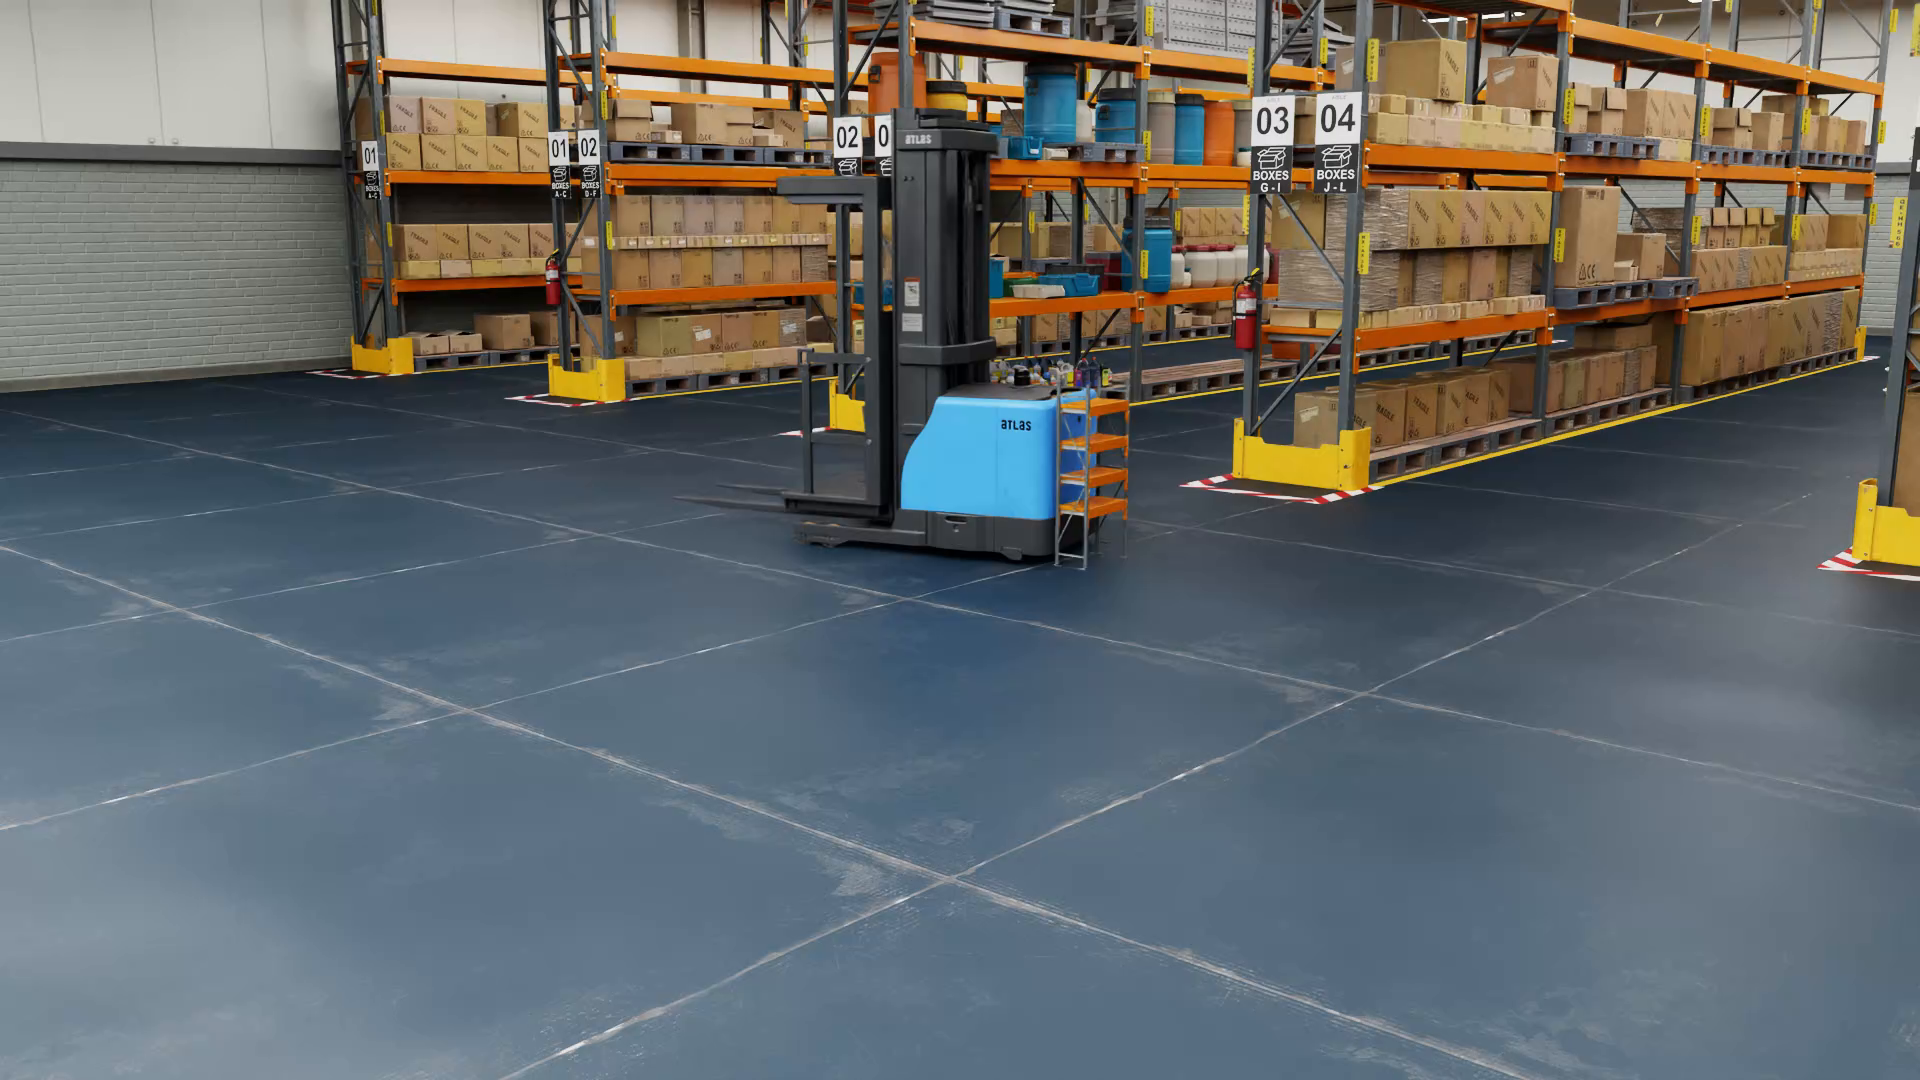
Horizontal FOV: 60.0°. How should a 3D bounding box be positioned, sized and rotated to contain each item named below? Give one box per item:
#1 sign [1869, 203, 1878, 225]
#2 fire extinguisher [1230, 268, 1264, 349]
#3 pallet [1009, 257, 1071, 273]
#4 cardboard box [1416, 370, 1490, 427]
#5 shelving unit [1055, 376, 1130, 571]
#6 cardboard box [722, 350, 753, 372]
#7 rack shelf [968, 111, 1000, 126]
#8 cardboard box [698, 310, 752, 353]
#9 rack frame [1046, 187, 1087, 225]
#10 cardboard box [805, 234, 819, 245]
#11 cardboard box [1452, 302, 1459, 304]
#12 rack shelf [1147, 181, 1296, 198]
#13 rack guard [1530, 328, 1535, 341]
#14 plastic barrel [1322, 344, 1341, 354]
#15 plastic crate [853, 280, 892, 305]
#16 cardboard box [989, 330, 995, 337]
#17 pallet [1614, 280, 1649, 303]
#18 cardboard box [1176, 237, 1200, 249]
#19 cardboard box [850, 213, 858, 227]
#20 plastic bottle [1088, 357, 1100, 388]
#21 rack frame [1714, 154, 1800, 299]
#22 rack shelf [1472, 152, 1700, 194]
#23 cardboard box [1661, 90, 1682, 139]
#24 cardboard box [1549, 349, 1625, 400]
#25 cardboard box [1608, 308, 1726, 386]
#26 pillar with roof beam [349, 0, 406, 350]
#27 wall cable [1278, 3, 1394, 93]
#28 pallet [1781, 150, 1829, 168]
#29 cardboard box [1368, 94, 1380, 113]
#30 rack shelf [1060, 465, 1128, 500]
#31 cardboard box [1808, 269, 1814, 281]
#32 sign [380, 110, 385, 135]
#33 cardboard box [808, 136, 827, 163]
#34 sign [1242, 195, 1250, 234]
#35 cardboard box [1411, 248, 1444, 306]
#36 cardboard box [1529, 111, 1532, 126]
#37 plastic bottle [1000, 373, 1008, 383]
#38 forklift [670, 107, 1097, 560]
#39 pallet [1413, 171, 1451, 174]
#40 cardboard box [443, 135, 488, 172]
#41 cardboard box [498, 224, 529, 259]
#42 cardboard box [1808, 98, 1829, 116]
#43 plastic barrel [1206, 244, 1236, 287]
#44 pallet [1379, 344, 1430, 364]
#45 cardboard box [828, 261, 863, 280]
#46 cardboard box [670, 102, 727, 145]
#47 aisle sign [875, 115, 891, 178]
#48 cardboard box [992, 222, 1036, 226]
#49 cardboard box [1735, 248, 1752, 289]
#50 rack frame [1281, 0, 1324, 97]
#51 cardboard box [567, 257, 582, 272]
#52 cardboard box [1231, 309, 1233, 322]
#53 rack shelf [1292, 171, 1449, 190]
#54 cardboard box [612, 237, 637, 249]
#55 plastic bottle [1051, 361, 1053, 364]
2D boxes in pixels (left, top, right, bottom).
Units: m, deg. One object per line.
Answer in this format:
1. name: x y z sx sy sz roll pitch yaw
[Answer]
1. sign: 13.807 -4.925 25.149 0.100 0.325 0.005 10 15 40
2. fire extinguisher: 2.425 -1.964 14.083 0.296 0.674 0.183 10 15 40
3. pallet: 1.084 -4.432 26.733 1.213 0.211 1.003 10 15 40
4. cardboard box: 4.821 -1.389 16.316 0.500 0.500 0.500 -7 13 -30
5. shelving unit: 0.867 -0.444 10.872 0.258 1.200 0.503 8 14 36
6. cardboard box: -3.079 -2.369 21.860 0.500 0.250 0.500 10 15 40
7. rack shelf: 0.926 -8.333 33.315 1.077 0.370 4.000 10 15 40
8. cardboard box: -3.078 -2.736 21.786 0.500 0.500 0.500 10 15 40
9. rack frame: 2.247 -6.234 35.267 1.000 3.000 0.127 10 15 40
10. cardboard box: -2.134 -4.092 22.630 0.380 0.149 0.250 9 15 39
11. cardboard box: 4.343 -2.109 15.254 0.380 0.149 0.250 10 15 40
12. rack shelf: 4.650 -6.418 30.366 1.077 0.370 4.000 10 15 40
13. rack guard: 9.695 -3.733 29.124 1.175 0.500 0.348 10 15 40
14. plastic barrel: 5.463 -3.040 24.359 0.600 0.588 0.708 10 15 40
15. plastic crate: -0.768 -2.639 17.645 0.499 0.251 0.616 10 15 40
16. cardboard box: 0.188 -3.090 25.470 0.500 0.250 0.500 10 15 40
17. pallet: 6.852 -2.745 18.288 1.003 0.211 1.213 10 15 40
18. cardboard box: 3.871 -5.095 29.305 0.500 0.500 0.500 10 15 42
19. cardboard box: -2.187 -5.742 29.823 0.500 0.250 0.500 9 15 40
20. plastic bottle: 1.559 -1.973 19.569 0.144 0.351 0.185 9 15 39
21. rack frame: 10.769 -3.725 22.701 1.000 3.000 0.127 10 15 40
22. rack shelf: 6.808 -3.960 18.058 1.077 0.370 4.000 10 15 40
23. cardboard box: 7.671 -4.722 18.504 0.500 0.500 0.500 10 15 40
24. cardboard box: 6.975 -1.857 18.611 0.500 0.500 0.700 -11 15 -43
25. cardboard box: 8.599 -2.399 20.416 1.225 0.875 0.875 9 14 38
26. pillar with roof beam: -5.269 -6.480 21.182 9.100 9.000 0.400 10 15 40
27. wall cable: 8.281 -10.566 36.672 3.097 2.526 0.112 10 15 40
28. pallet: 11.316 -5.271 23.012 1.003 0.211 1.213 10 15 40
29. cardboard box: 3.203 -3.563 13.596 0.380 0.149 0.250 10 15 40
30. rack shelf: 0.867 -0.378 10.885 0.258 0.148 0.480 8 14 36
31. cardboard box: 11.733 -3.718 23.311 0.380 0.149 0.250 9 15 39
32. sign: -7.907 -5.710 22.750 0.100 0.325 0.005 10 15 40
33. cardboard box: -2.763 -6.871 29.415 0.700 0.500 0.500 8 14 36
34. sign: 2.444 -2.757 14.091 0.100 0.325 0.005 10 15 40
35. cardboard box: 3.833 -2.388 14.996 0.875 0.500 0.500 10 15 40
36. cardboard box: 5.245 -4.028 15.925 0.380 0.149 0.250 10 15 41
37. plastic bottle: 0.514 -1.839 19.284 0.097 0.201 0.097 0 11 0
38. forklift: -0.603 -1.472 11.596 3.031 2.935 1.130 5 12 23
39. pallet: 6.604 -5.615 24.991 1.213 0.211 1.003 10 15 40
40. cardboard box: -7.186 -5.578 24.017 0.500 0.500 0.500 11 16 43
41. cardboard box: -6.763 -4.440 24.699 0.500 0.500 0.500 10 15 42
42. cardboard box: 12.068 -6.160 23.738 0.500 0.250 0.500 9 15 39
43. plastic barrel: 3.333 -3.539 21.423 0.433 0.535 0.433 0 11 0
44. pallet: 6.507 -2.889 25.639 1.003 0.211 1.213 10 15 40
45. cardboard box: -1.659 -3.833 23.629 0.500 0.250 0.500 11 16 44
46. cardboard box: -3.290 -5.244 20.965 0.500 0.500 0.500 10 15 40
47. aisle sign: -0.701 -3.826 16.570 0.394 0.787 0.004 10 15 40
48. cardboard box: 0.935 -6.086 33.756 0.980 0.700 0.700 9 14 38
49. cardboard box: 9.659 -3.447 21.054 0.500 0.500 0.500 10 15 41
50. rack frame: 4.408 -6.718 22.373 1.000 3.000 0.127 10 15 40
51. cardboard box: -6.095 -4.224 25.533 0.500 0.250 0.500 10 15 41
52. cardboard box: 5.147 -4.214 31.049 0.500 0.250 0.500 10 15 40
53. rack shelf: 5.728 -5.189 24.210 1.077 0.370 4.000 10 15 40
54. cardboard box: -4.171 -3.637 20.353 0.380 0.149 0.250 10 15 40
55. plastic bottle: 1.035 -2.027 20.031 0.152 0.276 0.135 10 15 42
